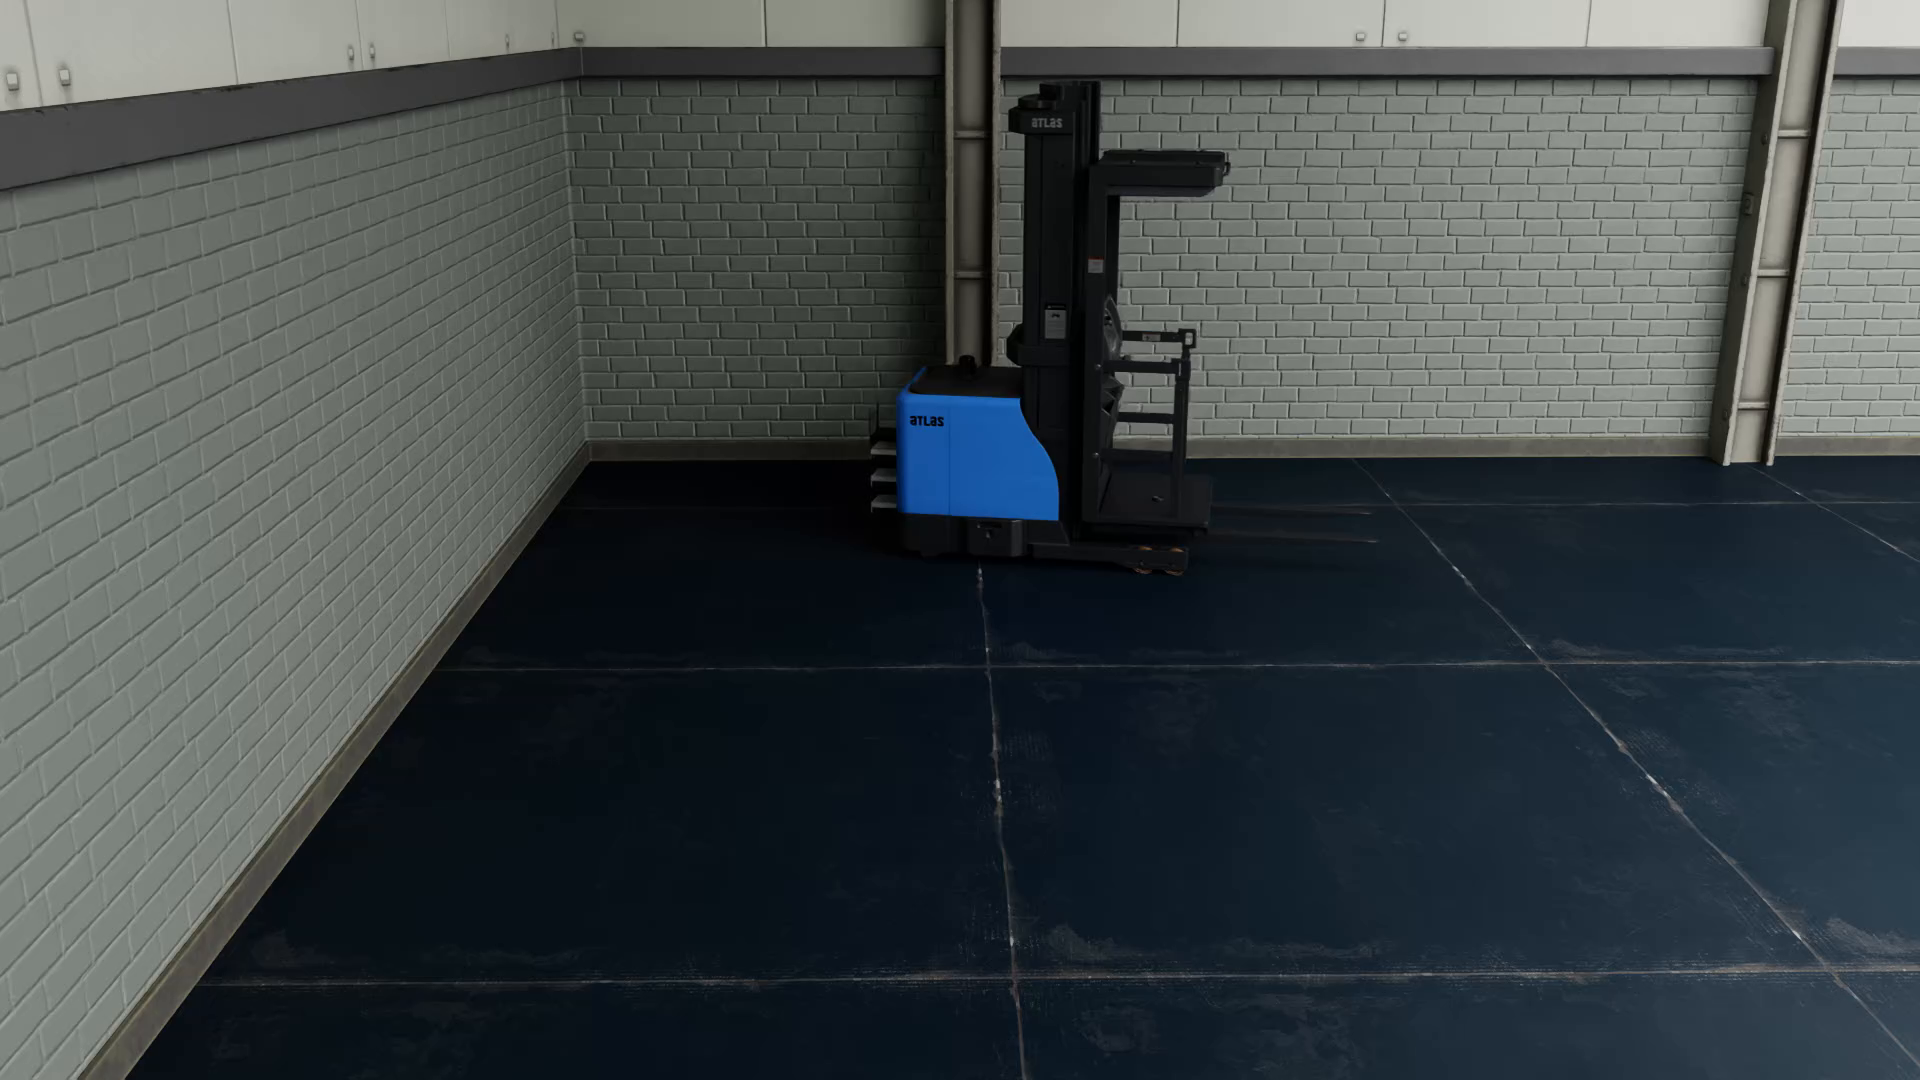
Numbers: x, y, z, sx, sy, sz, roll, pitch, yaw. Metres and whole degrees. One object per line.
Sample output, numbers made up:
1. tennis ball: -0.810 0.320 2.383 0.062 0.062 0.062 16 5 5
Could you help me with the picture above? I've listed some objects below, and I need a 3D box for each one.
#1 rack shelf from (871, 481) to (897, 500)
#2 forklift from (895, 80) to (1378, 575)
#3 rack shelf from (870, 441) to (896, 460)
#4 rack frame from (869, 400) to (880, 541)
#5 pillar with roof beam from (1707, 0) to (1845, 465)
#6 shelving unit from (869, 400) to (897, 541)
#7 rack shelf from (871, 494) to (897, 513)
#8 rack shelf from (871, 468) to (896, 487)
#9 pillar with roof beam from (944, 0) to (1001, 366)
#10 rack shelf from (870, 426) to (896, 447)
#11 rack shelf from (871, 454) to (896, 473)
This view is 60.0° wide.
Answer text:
1. rack shelf: -0.465 -0.334 11.019 0.200 0.077 0.258 3 18 9
2. forklift: 1.146 -1.350 10.458 3.031 2.935 1.130 3 18 9
3. rack shelf: -0.465 -0.591 10.936 0.200 0.077 0.258 3 18 9
4. rack frame: -0.565 -0.456 10.997 0.006 0.900 0.240 3 18 9
5. pillar with roof beam: 6.155 -3.595 7.523 0.400 9.000 9.100 0 18 -1
6. shelving unit: -0.465 -0.451 10.981 0.210 0.900 0.258 3 18 9
7. rack shelf: -0.465 -0.248 11.046 0.200 0.077 0.258 3 18 9
8. rack shelf: -0.465 -0.419 10.991 0.200 0.077 0.258 3 18 9
9. pillar with roof beam: 0.156 -3.566 7.433 0.400 9.000 9.100 0 18 -1
10. rack shelf: -0.465 -0.677 10.909 0.200 0.077 0.258 3 18 9
11. rack shelf: -0.465 -0.505 10.964 0.200 0.077 0.258 3 18 9
